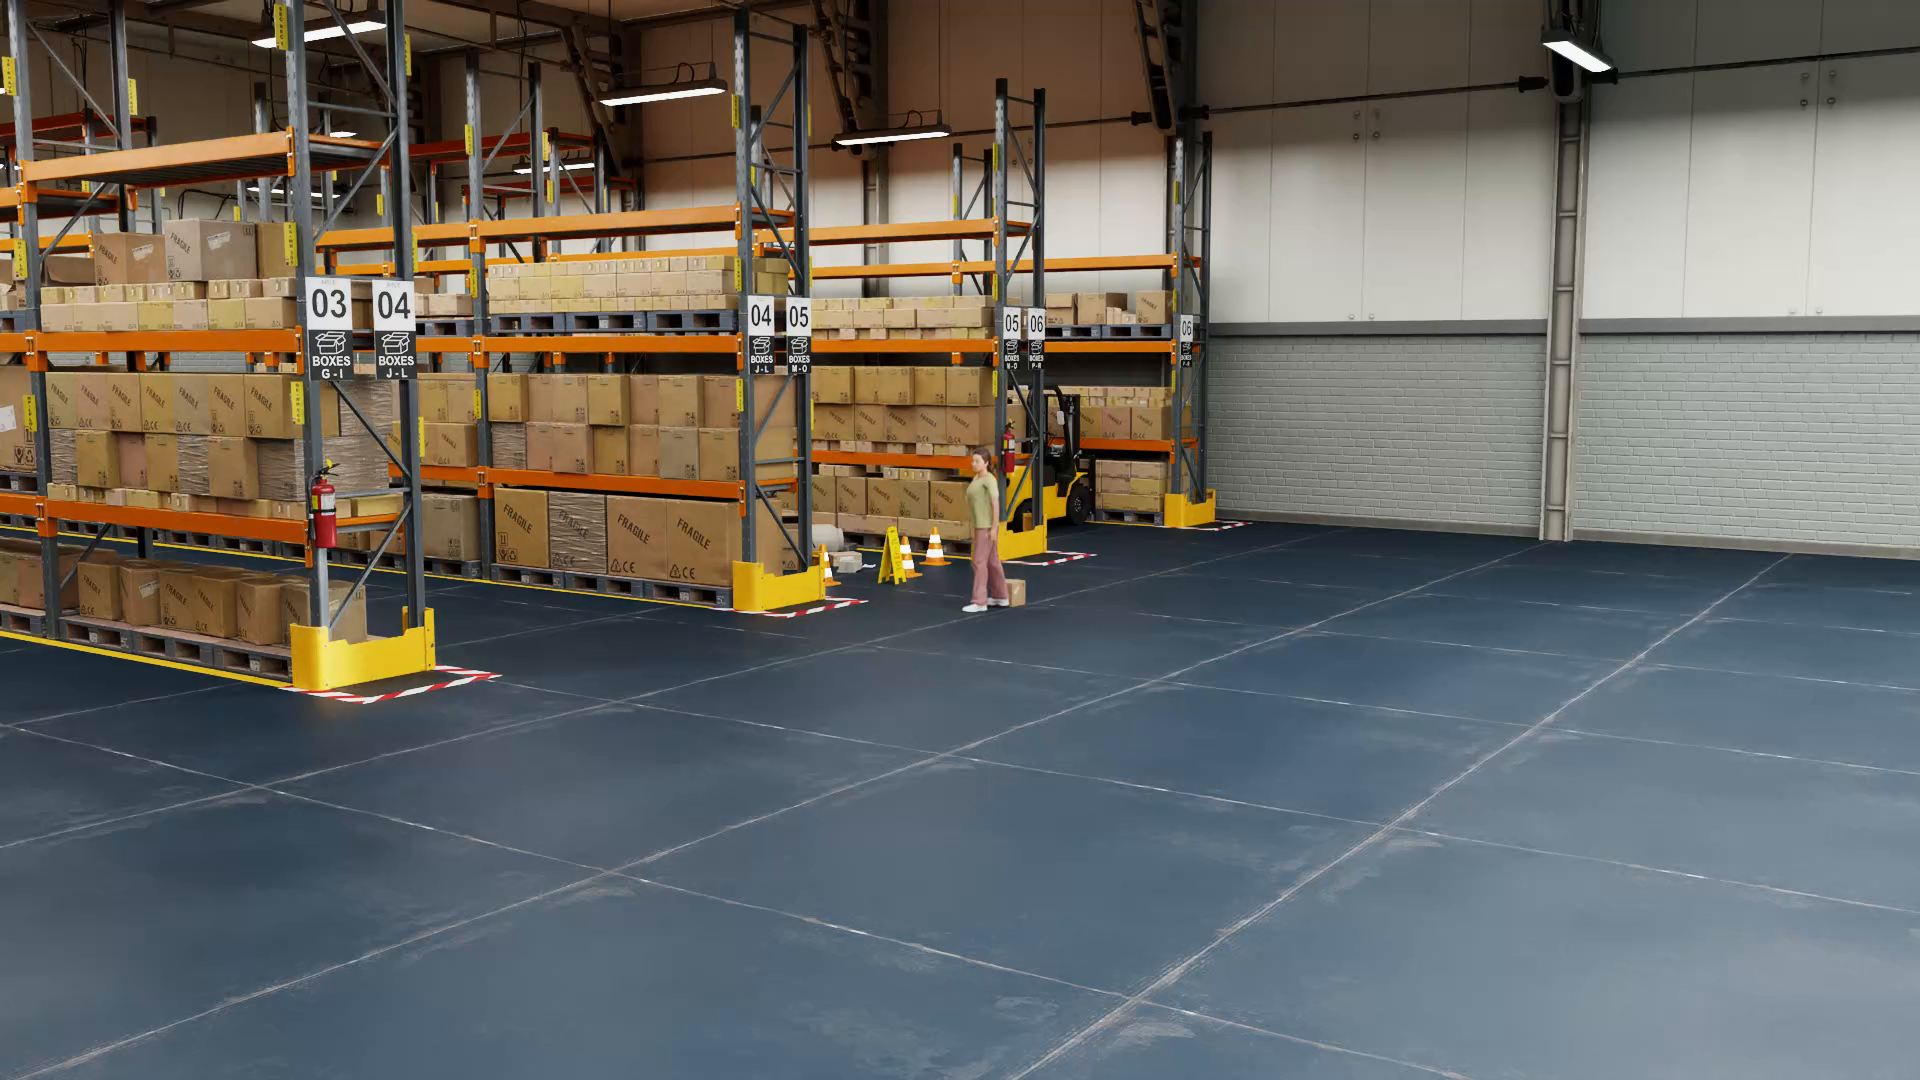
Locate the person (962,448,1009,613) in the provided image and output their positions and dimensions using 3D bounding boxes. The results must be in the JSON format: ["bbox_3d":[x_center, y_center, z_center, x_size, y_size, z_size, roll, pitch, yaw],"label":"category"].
[{"bbox_3d":[0.254,-0.112,16.983,0.565,1.668,0.481,-2,7,-16],"label":"person"}]
